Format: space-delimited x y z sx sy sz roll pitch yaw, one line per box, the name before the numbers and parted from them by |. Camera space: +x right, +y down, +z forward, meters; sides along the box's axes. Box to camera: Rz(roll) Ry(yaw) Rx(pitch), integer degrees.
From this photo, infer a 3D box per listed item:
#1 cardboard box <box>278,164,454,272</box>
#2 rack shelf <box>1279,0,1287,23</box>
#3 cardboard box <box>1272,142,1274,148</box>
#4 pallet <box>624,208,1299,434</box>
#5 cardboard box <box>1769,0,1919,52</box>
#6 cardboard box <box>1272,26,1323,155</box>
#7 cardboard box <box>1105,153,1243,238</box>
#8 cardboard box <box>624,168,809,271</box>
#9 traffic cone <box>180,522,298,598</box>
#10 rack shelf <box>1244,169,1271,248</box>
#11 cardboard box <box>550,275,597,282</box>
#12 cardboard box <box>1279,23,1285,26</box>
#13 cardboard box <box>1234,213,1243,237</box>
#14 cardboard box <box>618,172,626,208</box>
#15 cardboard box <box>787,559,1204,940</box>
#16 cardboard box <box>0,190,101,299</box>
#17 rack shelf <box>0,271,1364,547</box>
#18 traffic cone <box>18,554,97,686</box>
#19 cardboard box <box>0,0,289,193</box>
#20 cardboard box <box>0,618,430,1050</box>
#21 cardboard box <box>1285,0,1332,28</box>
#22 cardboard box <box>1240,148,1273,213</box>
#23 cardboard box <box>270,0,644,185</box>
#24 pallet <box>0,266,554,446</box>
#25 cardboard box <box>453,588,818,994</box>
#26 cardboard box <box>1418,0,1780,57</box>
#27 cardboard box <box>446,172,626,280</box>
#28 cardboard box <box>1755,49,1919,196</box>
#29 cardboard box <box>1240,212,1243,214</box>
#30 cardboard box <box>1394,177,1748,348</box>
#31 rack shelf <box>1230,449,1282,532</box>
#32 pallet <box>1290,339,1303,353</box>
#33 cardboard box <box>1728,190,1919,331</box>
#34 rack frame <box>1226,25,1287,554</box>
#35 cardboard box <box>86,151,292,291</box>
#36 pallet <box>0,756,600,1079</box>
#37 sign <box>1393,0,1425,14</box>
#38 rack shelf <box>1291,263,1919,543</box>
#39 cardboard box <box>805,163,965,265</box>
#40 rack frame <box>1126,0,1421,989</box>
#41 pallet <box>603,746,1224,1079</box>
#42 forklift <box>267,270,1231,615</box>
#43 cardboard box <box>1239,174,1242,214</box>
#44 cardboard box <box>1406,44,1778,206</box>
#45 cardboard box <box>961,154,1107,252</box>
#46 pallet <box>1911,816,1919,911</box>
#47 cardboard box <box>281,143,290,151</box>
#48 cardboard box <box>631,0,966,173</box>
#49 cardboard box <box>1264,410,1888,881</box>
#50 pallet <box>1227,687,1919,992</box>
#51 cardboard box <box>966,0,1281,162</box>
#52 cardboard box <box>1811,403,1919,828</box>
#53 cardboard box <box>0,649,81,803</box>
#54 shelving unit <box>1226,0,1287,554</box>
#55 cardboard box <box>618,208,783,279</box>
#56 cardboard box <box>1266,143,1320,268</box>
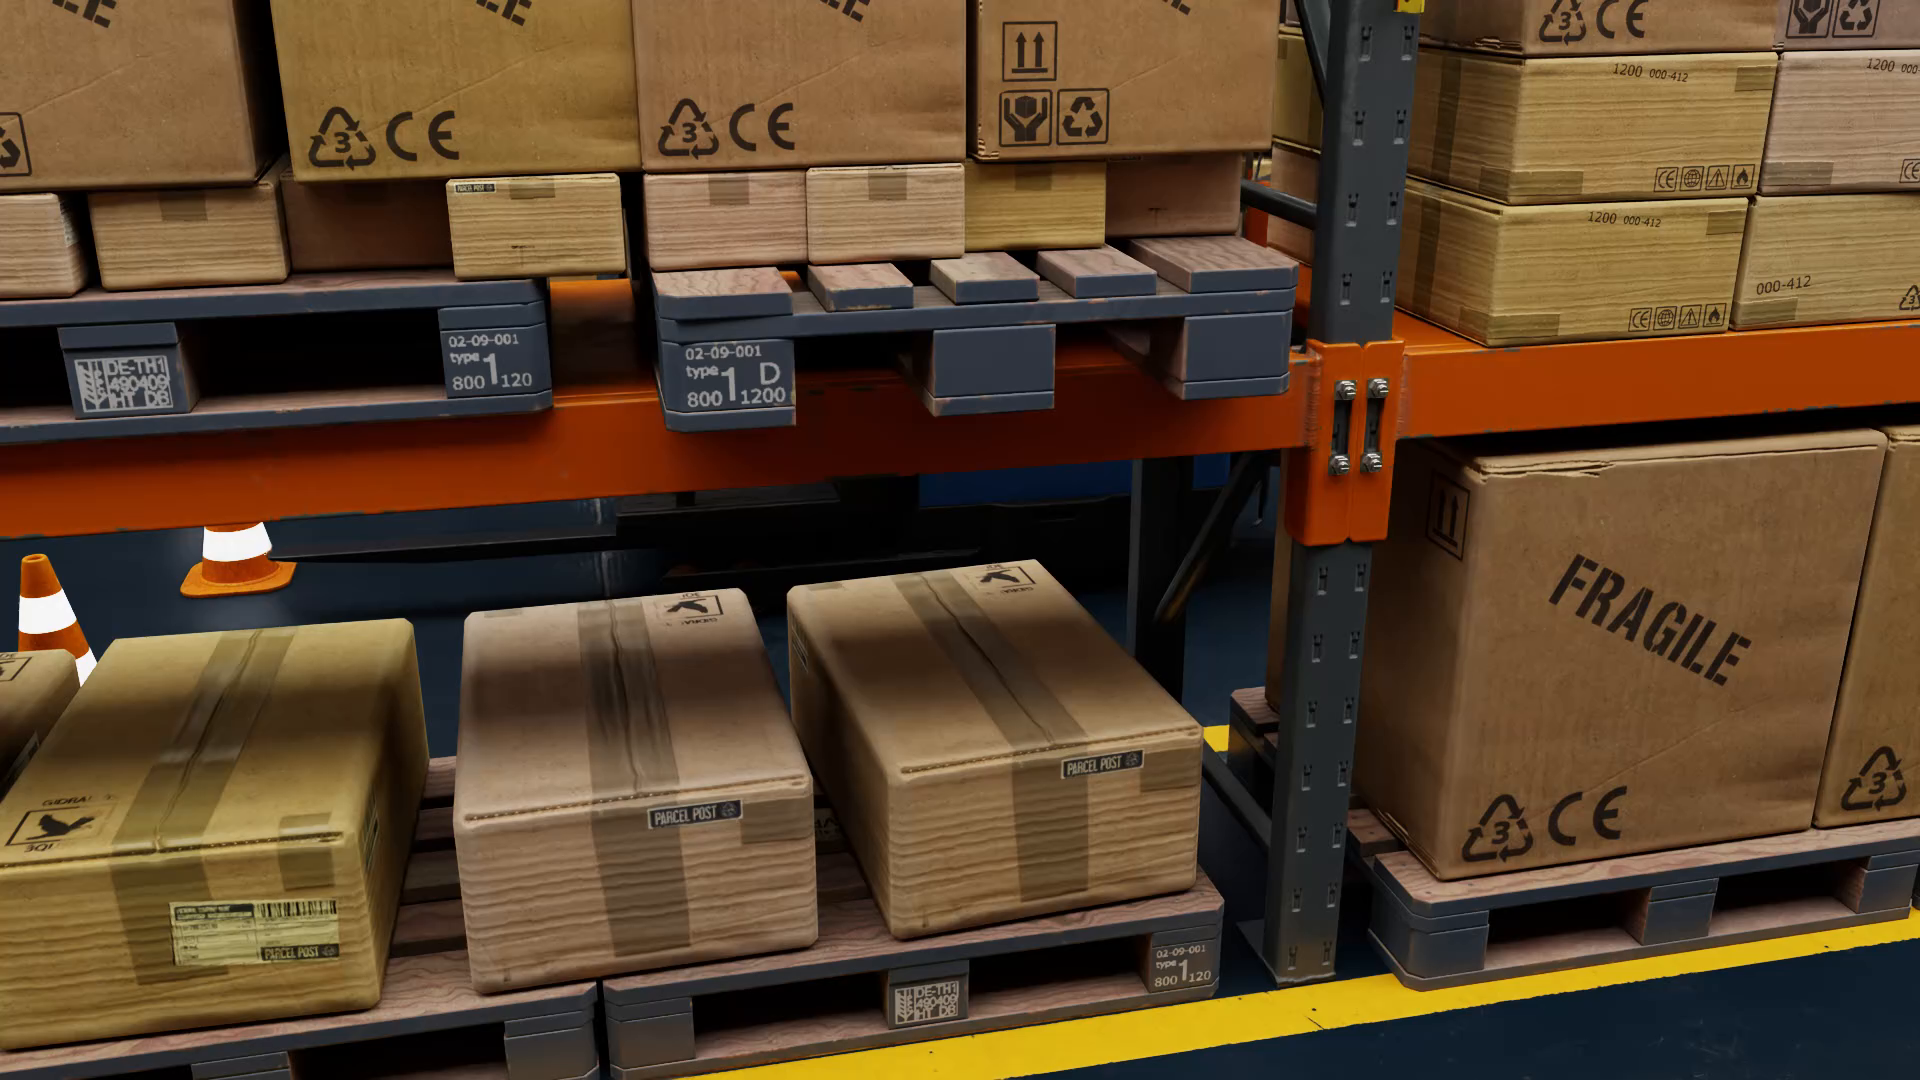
cardboard box | -0.943 -0.550 2.709 0.250 0.149 0.380 -4 21 -12
rack shelf | 1.215 -1.604 5.144 0.480 0.518 0.431 11 23 27
cardboard box | 1.447 -1.966 8.755 0.500 0.250 0.500 -4 20 -10
pallet | -0.083 -0.495 3.084 1.003 0.211 1.213 -5 21 -12
cardboard box | 1.603 -1.193 3.112 0.500 0.500 0.500 -5 21 -12
cardboard box | 0.999 -0.965 3.579 0.500 0.250 0.500 -5 21 -13
cardboard box | 0.321 -0.652 2.987 0.250 0.149 0.380 -4 20 -10
cardboard box | -0.405 -0.554 2.721 0.250 0.149 0.380 -6 21 -15
traffic cone | -2.370 -0.094 5.398 0.334 0.463 0.336 -5 21 -12
rack shelf | 1.215 -0.946 5.385 0.480 0.518 0.431 11 23 27
cardboard box | -2.114 -1.378 7.877 0.750 0.750 1.050 -4 21 -12
cardboard box | 1.374 -2.499 8.030 0.250 0.149 0.380 -5 21 -14
cardboard box | 1.083 -1.403 8.308 0.500 0.500 0.500 -5 21 -14
cardboard box | -0.605 -0.761 3.285 0.250 0.149 0.380 -5 21 -12
cardboard box | 0.034 0.401 3.569 0.625 0.372 0.950 -6 21 -16
cardboard box | -1.421 -0.472 2.496 0.250 0.149 0.380 -4 20 -10
rack shelf | -1.360 -0.181 2.994 4.000 0.370 1.077 -5 21 -12
traffic cone | -2.422 0.264 4.421 0.334 0.463 0.336 -5 21 -12
cardboard box | -1.315 -0.804 2.460 0.500 0.500 0.500 -6 21 -15
cardboard box | -1.421 0.520 3.243 0.625 0.372 0.950 -4 20 -11
cardboard box | 1.029 -1.322 3.464 0.500 0.500 0.500 -5 21 -14
cardboard box | 1.560 -1.792 8.278 0.500 0.250 0.500 -6 21 -15
cardboard box | -0.784 -0.847 2.577 0.500 0.500 0.500 -6 21 -16
pallet | -1.331 -0.417 2.870 1.213 0.211 1.003 -5 21 -12
cardboard box | -0.682 0.462 3.402 0.625 0.372 0.950 -5 21 -14
cardboard box | 1.122 -1.151 2.996 0.500 0.500 0.500 -5 21 -14
cardboard box | -0.669 -0.527 2.648 0.250 0.149 0.380 -4 21 -12
cardboard box | 1.639 -0.839 3.236 0.500 0.250 0.500 -4 21 -11
cardboard box | 1.580 -1.444 8.418 0.500 0.500 0.500 -5 21 -14
cardboard box | 1.120 -0.561 3.204 0.500 0.250 0.500 -5 21 -13
rack shelf | 1.215 -0.289 5.625 0.480 0.518 0.431 11 23 27
pallet | 1.295 -1.173 8.711 1.213 0.211 1.003 -5 21 -12
cardboard box | 1.616 -0.608 3.331 0.500 0.250 0.500 -5 21 -14
rack frame | 1.001 -0.999 5.489 0.015 2.100 0.400 11 23 27
cardboard box | -1.168 -0.502 2.580 0.250 0.149 0.380 -5 21 -14
pallet | -1.359 0.789 3.354 1.213 0.211 1.003 -5 21 -12
sign | 0.720 -1.003 2.623 0.005 0.325 0.100 -5 21 -12
rack shelf | 2.533 -0.498 3.858 4.000 0.370 1.077 -5 21 -12
cardboard box | -0.158 -0.571 2.768 0.250 0.149 0.380 -5 21 -13
rack frame | 0.586 -0.677 3.302 0.127 3.000 1.000 -5 21 -12
pallet | -0.175 0.694 3.614 1.213 0.211 1.003 -5 21 -12
forklift | -0.673 -1.328 5.178 3.031 2.935 1.130 -4 21 -11
cardboard box | 1.054 -1.750 8.165 0.500 0.250 0.500 -4 21 -12
cardboard box | 1.136 -0.799 3.126 0.500 0.250 0.500 -5 21 -13
cardboard box | 0.077 -0.606 2.863 0.250 0.149 0.380 -4 21 -12
pallet | 2.556 0.500 4.143 1.213 0.211 1.003 -5 21 -12
cardboard box | -1.088 -0.680 3.065 0.250 0.149 0.380 -4 20 -10
cardboard box | -0.293 -0.887 2.687 0.500 0.500 0.500 -5 21 -13
cardboard box | 1.278 0.097 3.669 0.875 0.875 0.875 -5 21 -13
pallet | 1.371 0.595 3.883 1.213 0.211 1.003 -5 21 -12
cardboard box | 0.208 -0.932 2.809 0.500 0.500 0.500 -5 21 -14
cardboard box | 2.147 0.027 3.857 0.875 0.875 0.875 -4 21 -12
cardboard box | -2.098 0.576 3.092 0.625 0.372 0.950 -3 20 -9
shelving unit | 1.215 -0.959 5.380 0.503 2.100 0.431 11 23 27
cardboard box | -1.264 -1.449 8.069 0.750 0.750 1.050 -5 21 -13
cardboard box | 1.019 -0.734 3.674 0.500 0.250 0.500 -5 21 -14
